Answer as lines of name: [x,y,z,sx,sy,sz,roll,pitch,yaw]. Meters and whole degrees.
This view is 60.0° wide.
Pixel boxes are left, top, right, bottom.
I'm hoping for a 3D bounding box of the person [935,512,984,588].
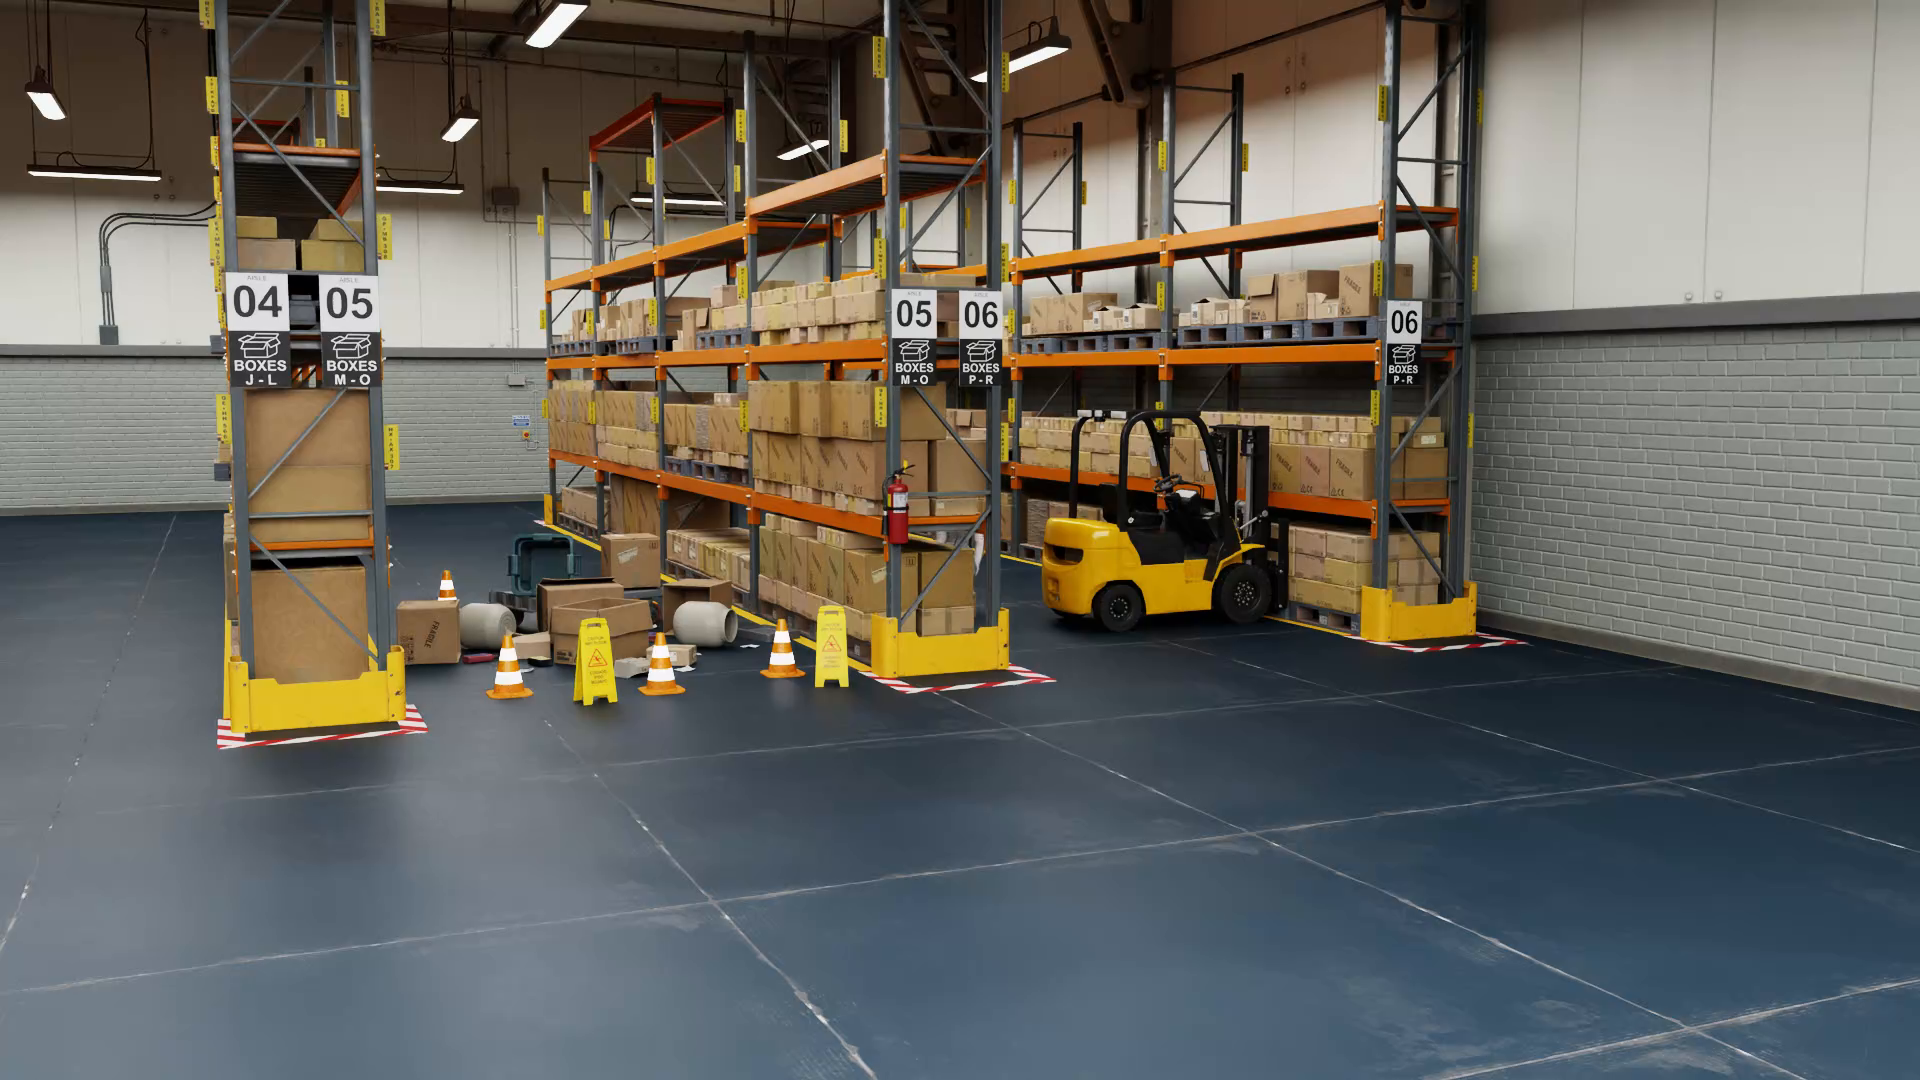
person: [-0.010,0.128,17.799,0.531,1.263,0.764,0,6,-5]
